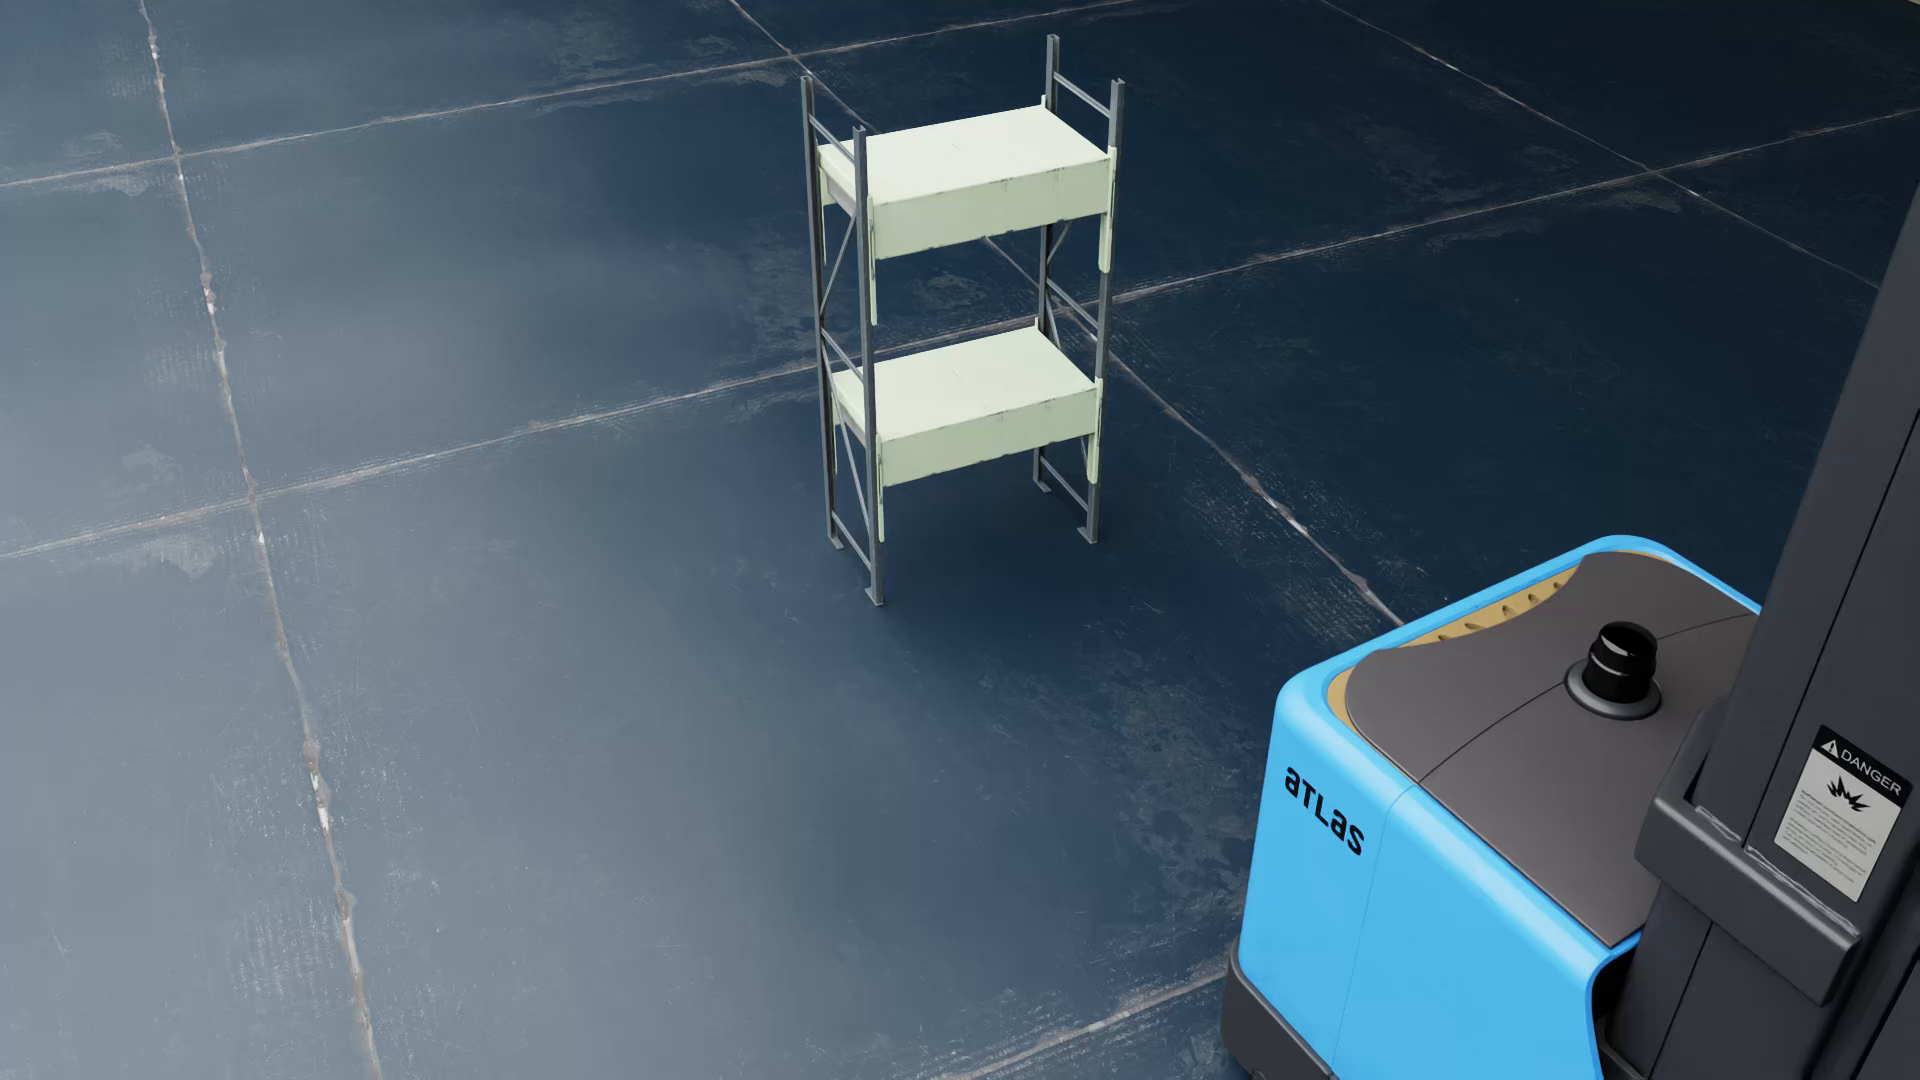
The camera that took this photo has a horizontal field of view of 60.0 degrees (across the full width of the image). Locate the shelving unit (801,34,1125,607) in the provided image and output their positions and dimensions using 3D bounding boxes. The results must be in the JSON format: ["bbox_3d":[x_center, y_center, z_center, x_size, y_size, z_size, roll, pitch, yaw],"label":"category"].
[{"bbox_3d":[0.006,-0.604,4.805,0.755,1.500,0.431,-16,39,-20],"label":"shelving unit"}]

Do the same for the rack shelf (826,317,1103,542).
[{"bbox_3d":[0.006,-0.342,5.000,0.720,0.370,0.431,-16,39,-20],"label":"rack shelf"}]

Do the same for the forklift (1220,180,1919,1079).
[{"bbox_3d":[1.771,0.550,2.048,1.130,2.935,3.031,-20,41,-25],"label":"forklift"}]

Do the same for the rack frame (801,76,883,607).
[{"bbox_3d":[-0.325,-0.511,4.681,0.023,1.500,0.400,-16,39,-20],"label":"rack frame"}]

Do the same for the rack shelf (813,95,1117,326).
[{"bbox_3d":[0.006,-0.918,4.573,0.720,0.370,0.431,-16,39,-20],"label":"rack shelf"}]

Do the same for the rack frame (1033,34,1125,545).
[{"bbox_3d":[0.337,-0.697,4.930,0.023,1.500,0.400,-16,39,-20],"label":"rack frame"}]
